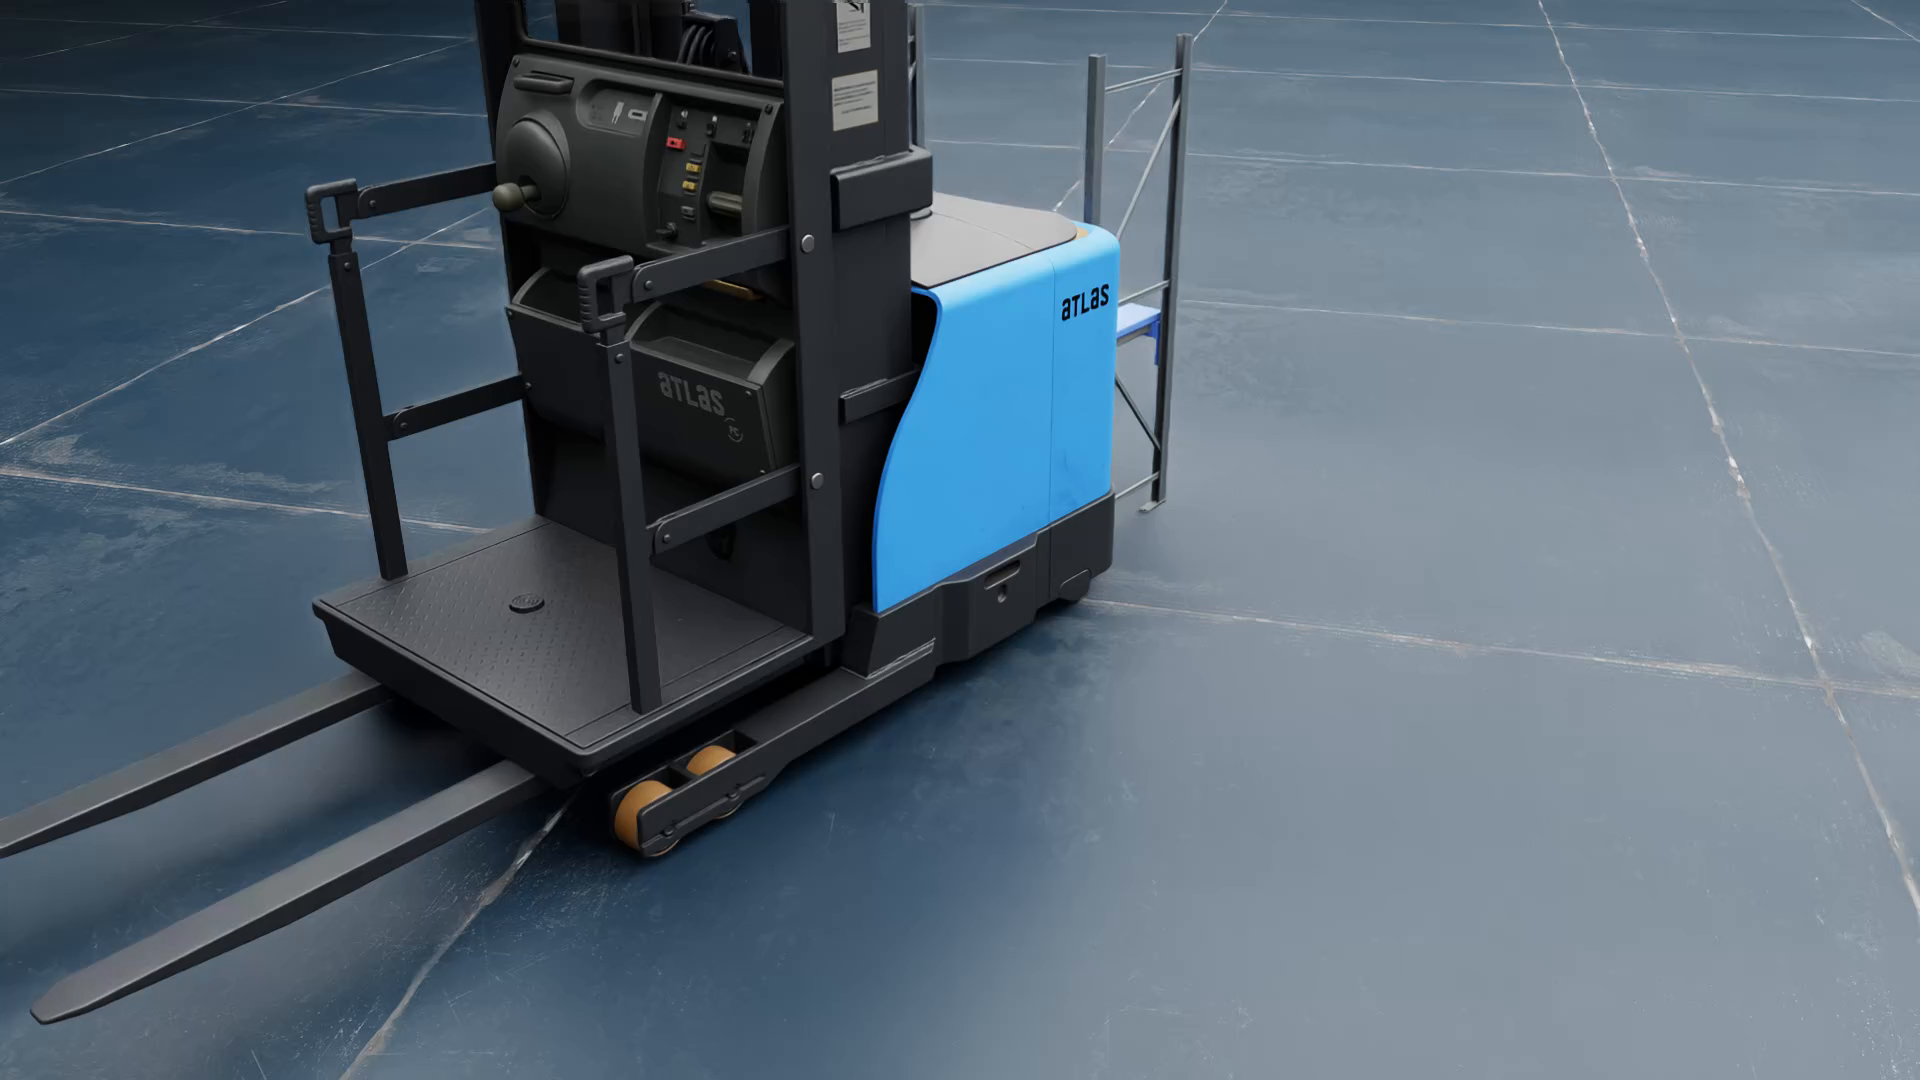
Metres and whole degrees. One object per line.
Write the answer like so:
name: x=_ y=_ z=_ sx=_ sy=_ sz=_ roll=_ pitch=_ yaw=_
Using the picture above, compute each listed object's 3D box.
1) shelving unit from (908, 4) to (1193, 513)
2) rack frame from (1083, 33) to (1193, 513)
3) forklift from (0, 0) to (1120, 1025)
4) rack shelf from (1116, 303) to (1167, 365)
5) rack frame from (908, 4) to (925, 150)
shelving unit: x=0.116 y=-0.859 z=5.309 sx=1.048 sy=1.500 sz=0.538 roll=19 pitch=31 yaw=34
rack frame: x=0.516 y=-0.724 z=5.026 sx=0.032 sy=1.500 sz=0.500 roll=19 pitch=31 yaw=34
forklift: x=-0.888 y=-0.855 z=3.636 sx=1.130 sy=2.935 sz=3.031 roll=20 pitch=32 yaw=36
rack shelf: x=0.116 y=-0.697 z=5.386 sx=1.000 sy=0.185 sz=0.538 roll=19 pitch=31 yaw=34
rack frame: x=-0.284 y=-0.994 z=5.593 sx=0.032 sy=1.500 sz=0.500 roll=19 pitch=31 yaw=34
